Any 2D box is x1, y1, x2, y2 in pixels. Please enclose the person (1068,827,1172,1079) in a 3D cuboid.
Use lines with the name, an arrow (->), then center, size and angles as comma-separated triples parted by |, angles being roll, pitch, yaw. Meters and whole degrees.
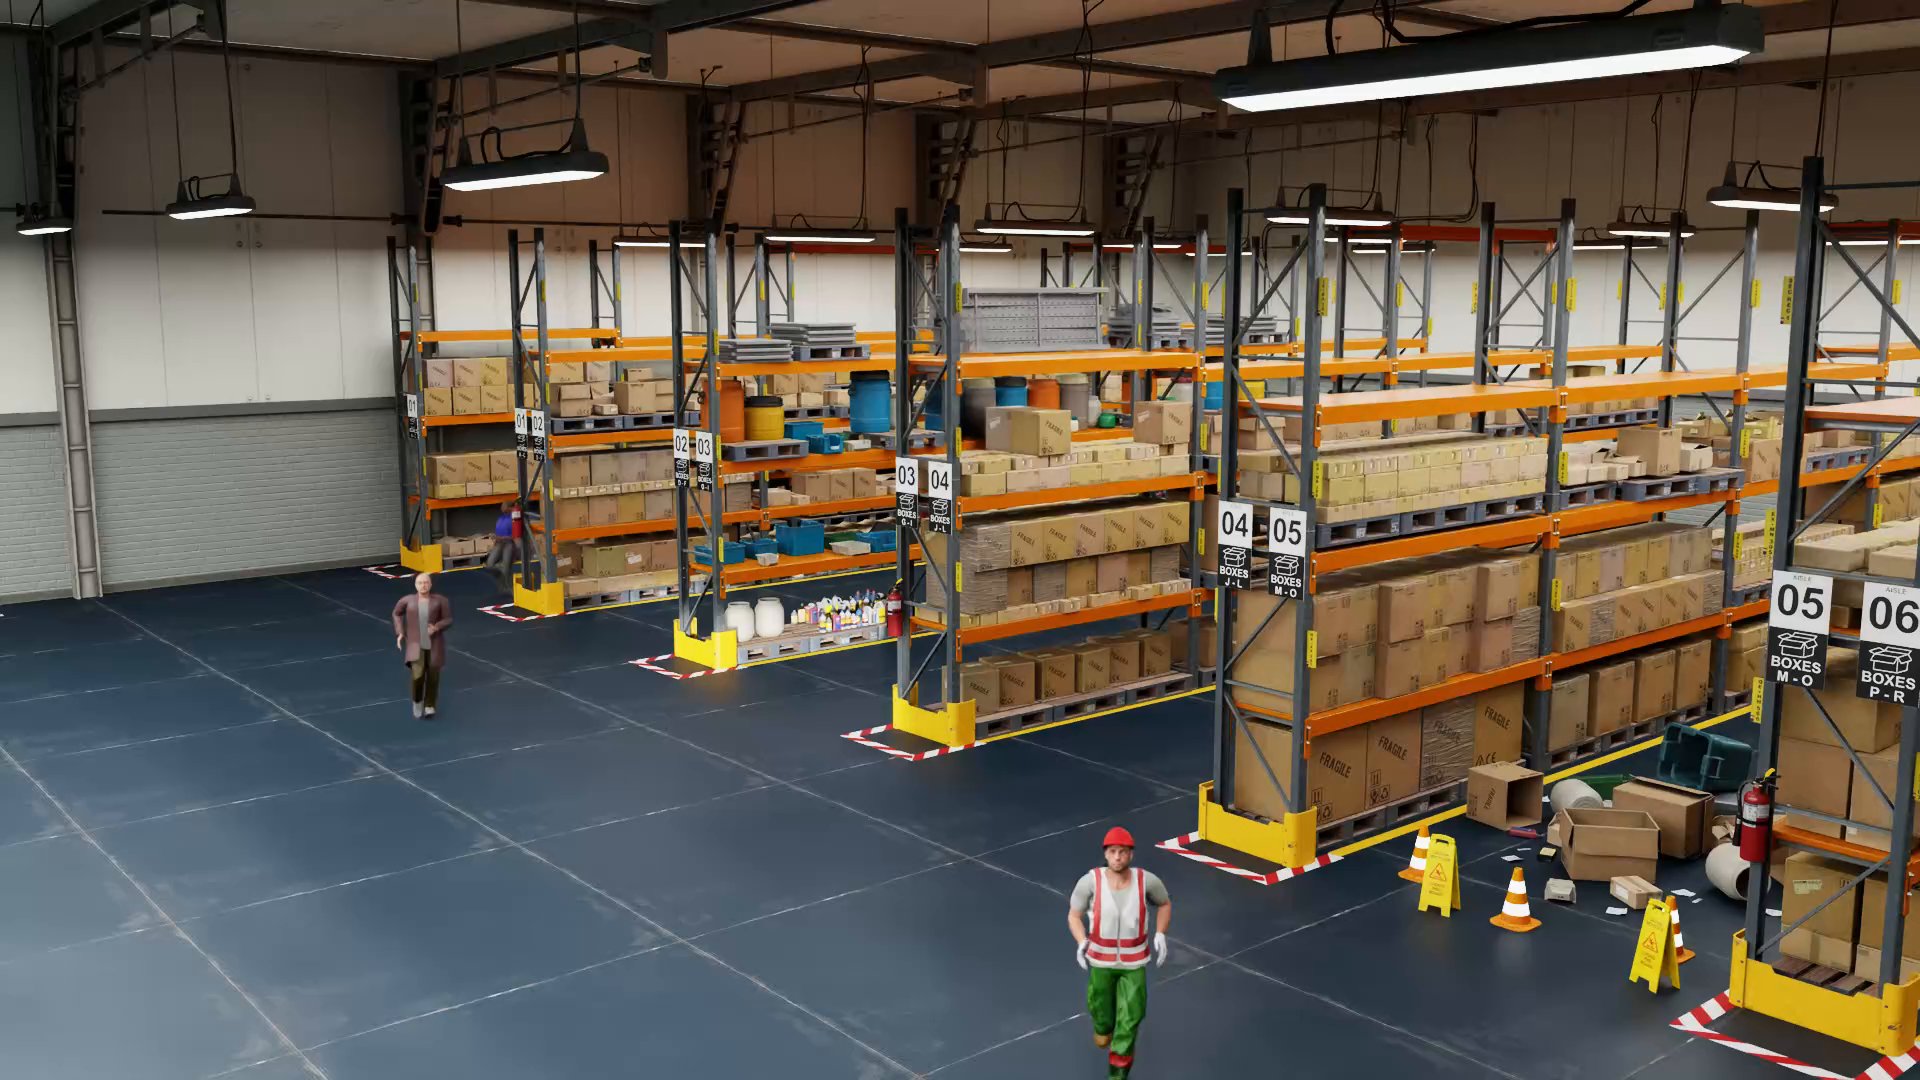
person -> 1.025, 2.690, 10.654 | 0.669, 1.748, 0.848 | 1, 9, 4

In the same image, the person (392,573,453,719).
person -> -6.352, 1.269, 19.731 | 0.682, 1.743, 0.702 | -3, 9, -20

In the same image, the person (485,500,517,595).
person -> -7.554, 0.134, 27.588 | 0.564, 1.602, 0.589 | 4, 10, 26
